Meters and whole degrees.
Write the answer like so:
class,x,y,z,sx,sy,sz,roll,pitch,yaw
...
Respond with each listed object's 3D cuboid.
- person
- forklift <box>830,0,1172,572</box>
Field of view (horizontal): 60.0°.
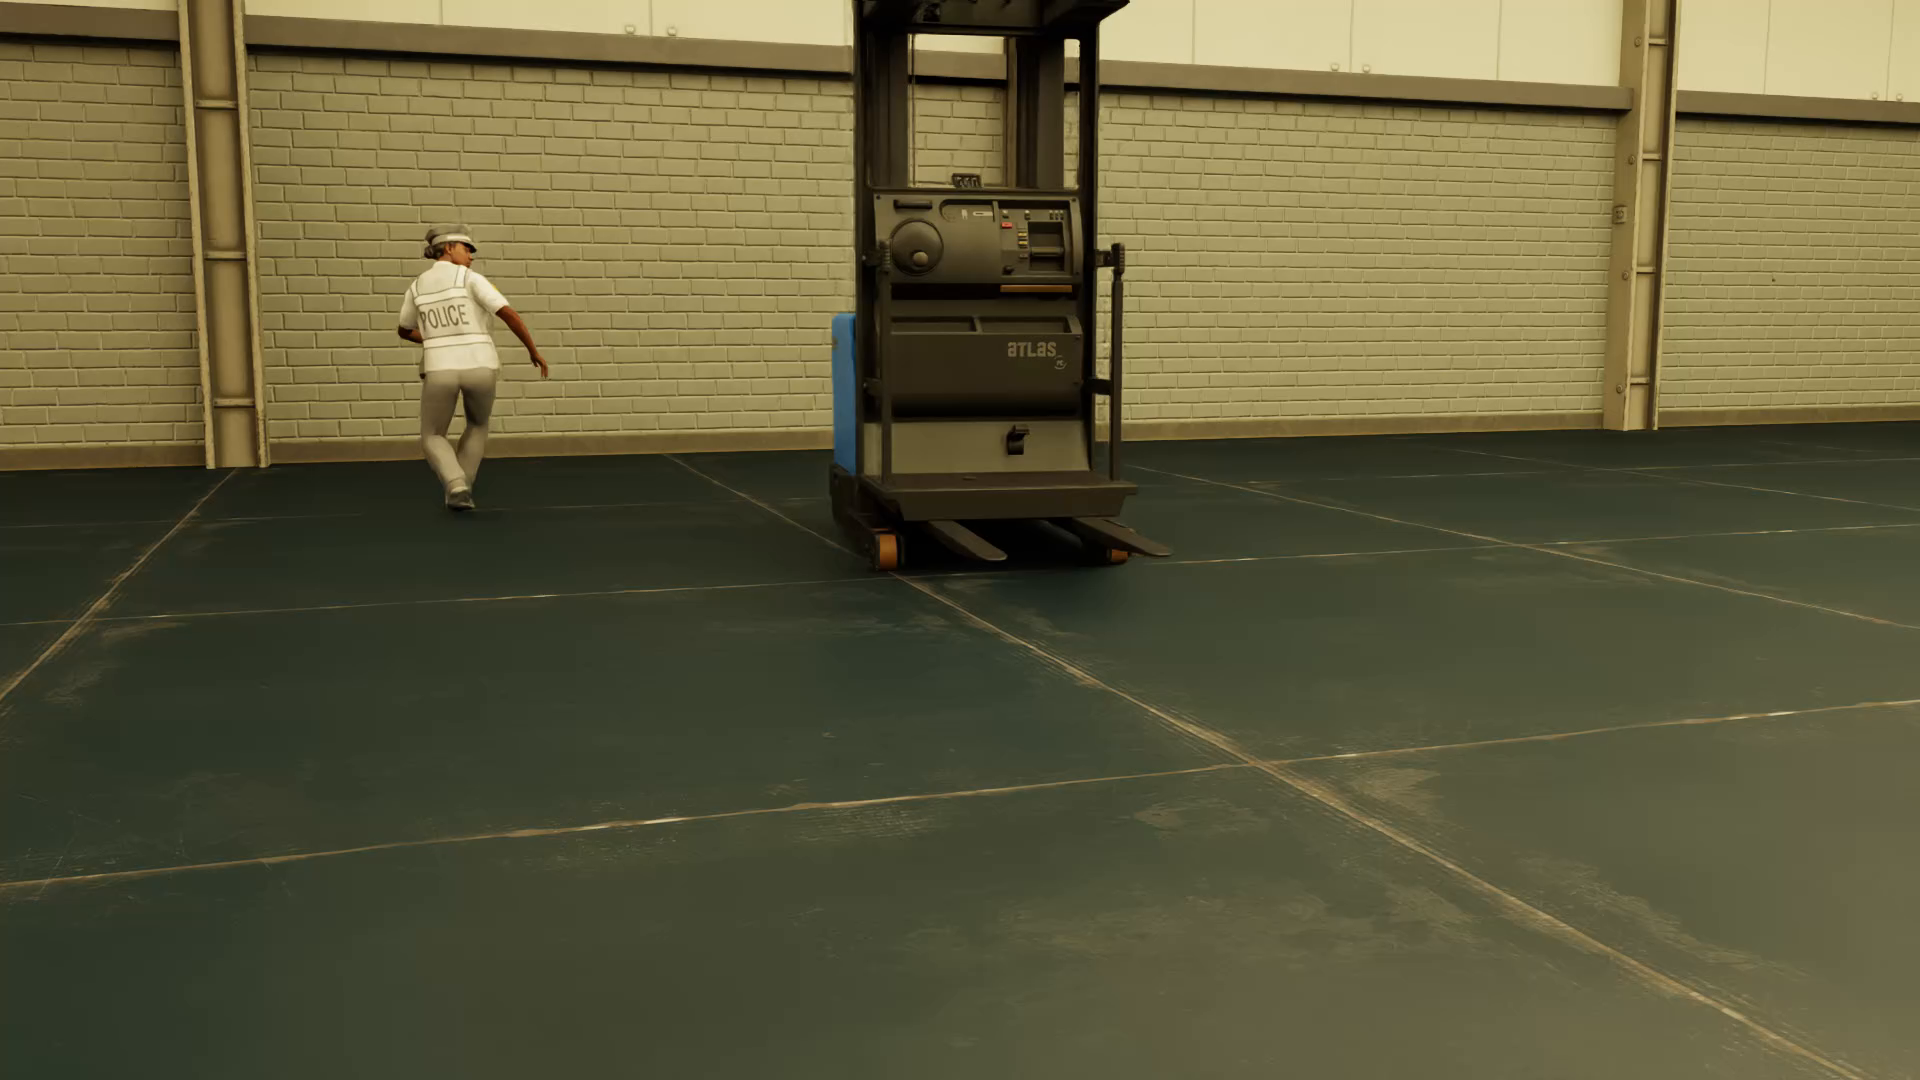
class,x,y,z,sx,sy,sz,roll,pitch,yaw
person,-2.638,-0.924,9.021,0.799,1.549,0.804,-1,8,-9
forklift,0.125,-1.372,7.134,1.130,2.935,3.031,-2,8,-11
